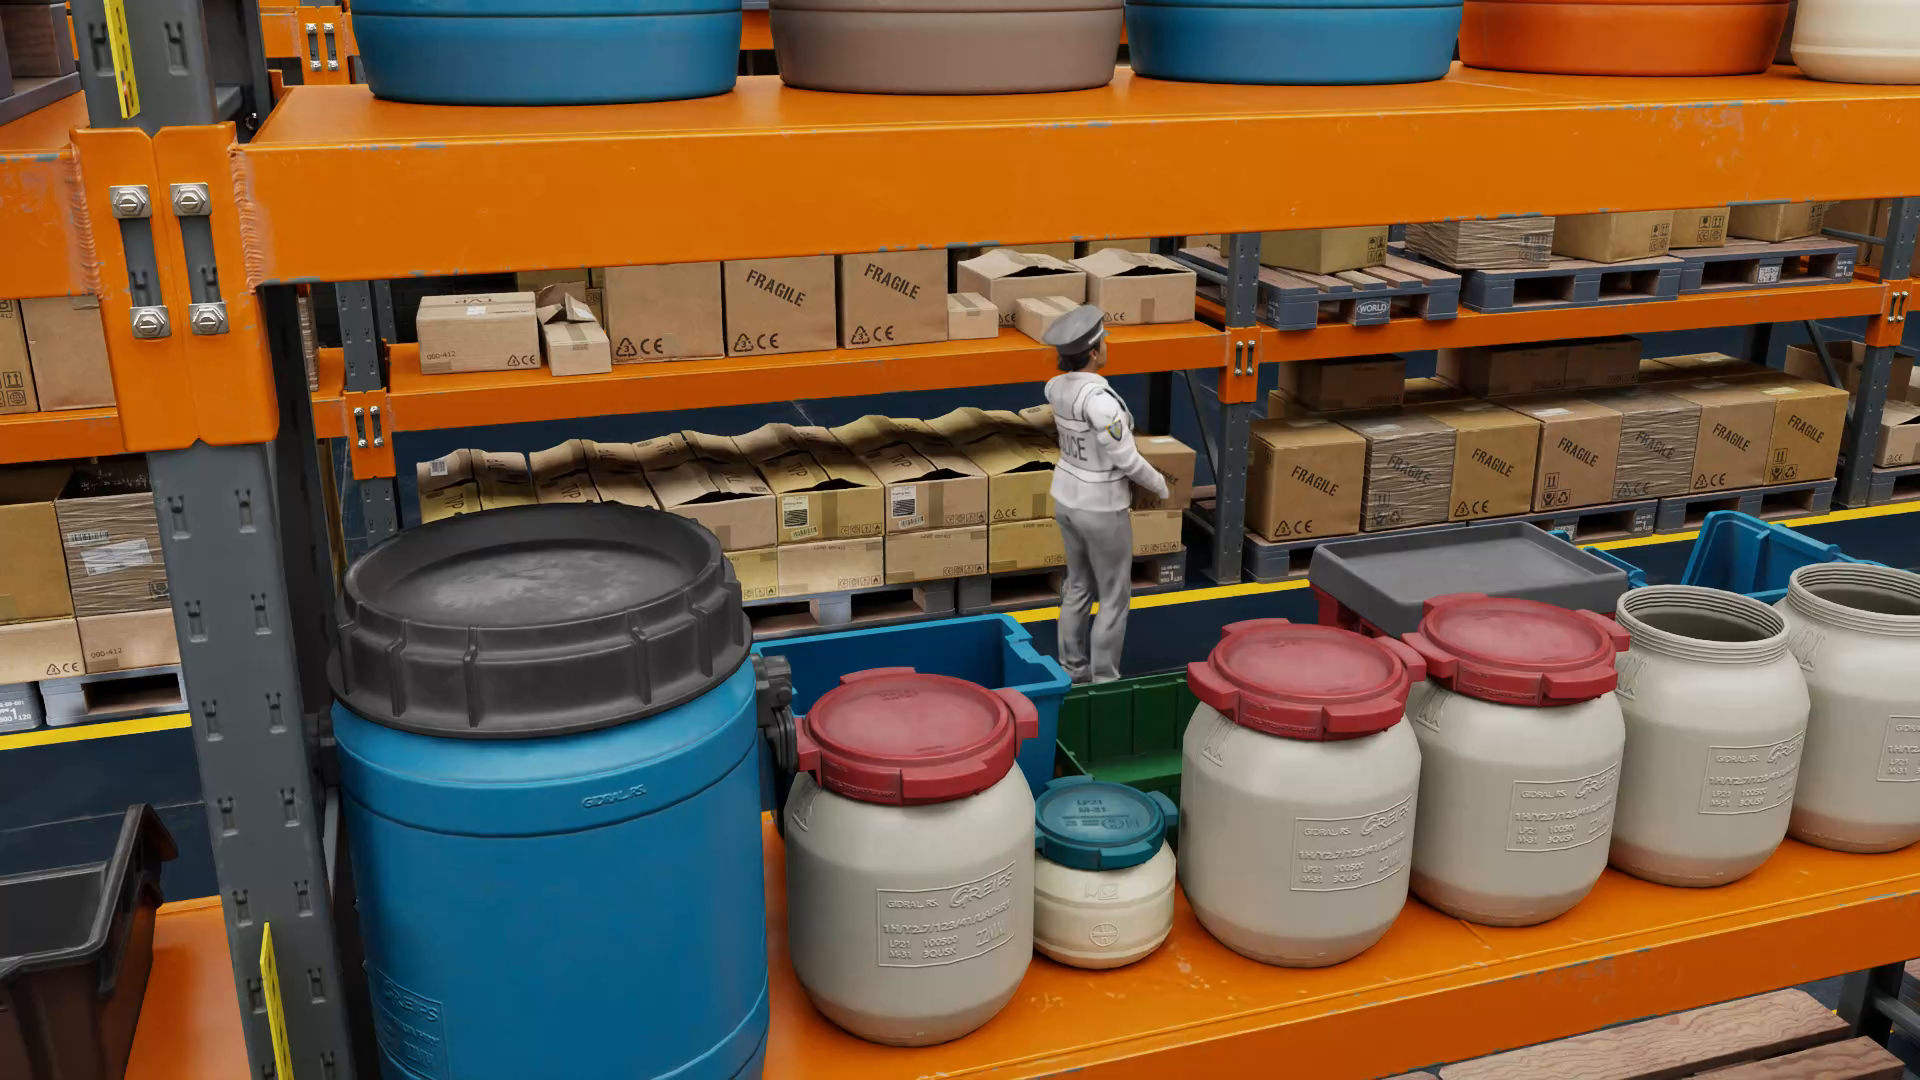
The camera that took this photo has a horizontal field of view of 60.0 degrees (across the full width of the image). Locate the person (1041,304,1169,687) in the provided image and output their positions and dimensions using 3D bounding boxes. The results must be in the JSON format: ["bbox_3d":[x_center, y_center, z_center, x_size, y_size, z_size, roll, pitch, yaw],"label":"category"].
[{"bbox_3d":[0.600,-0.145,6.926,0.552,1.697,0.468,-10,22,-25],"label":"person"}]
